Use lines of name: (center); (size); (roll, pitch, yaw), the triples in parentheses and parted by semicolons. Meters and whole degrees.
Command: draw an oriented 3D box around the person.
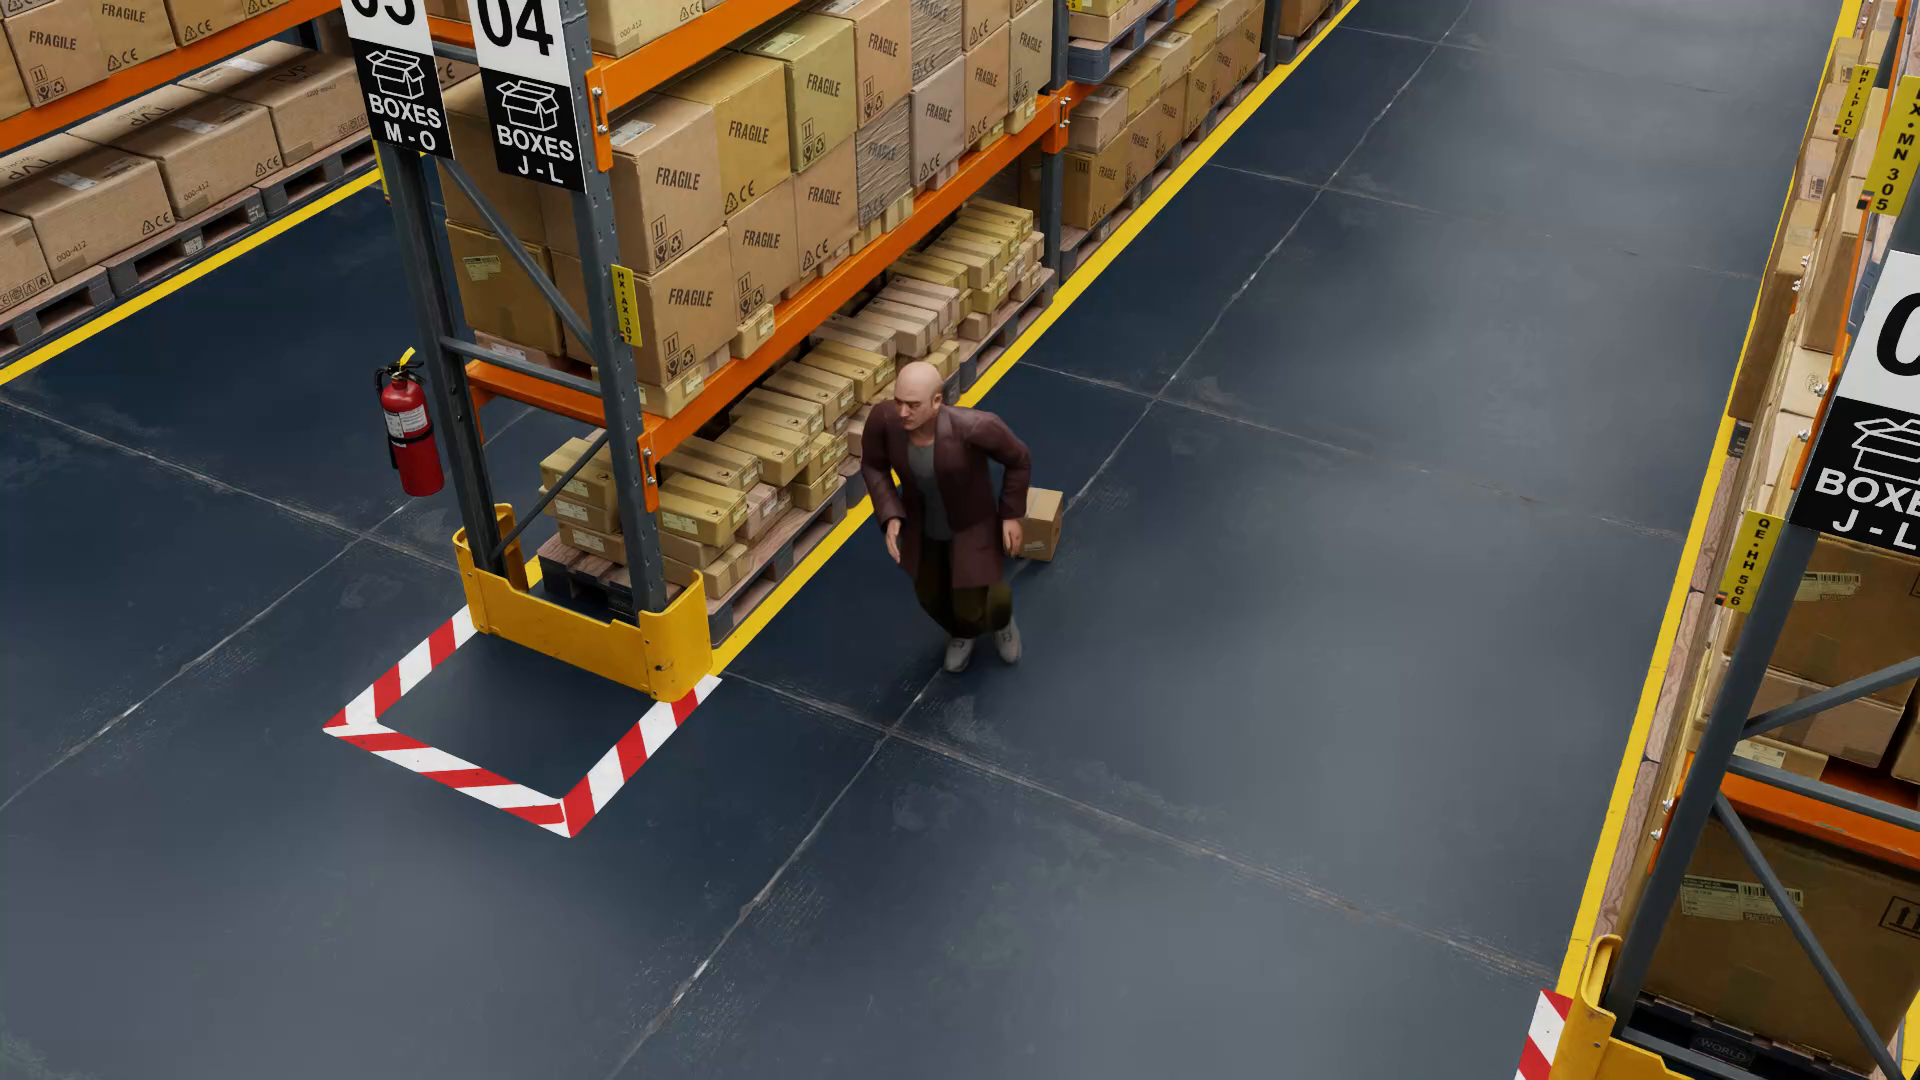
person: (-0.070, -0.058, 6.907); (0.678, 1.676, 0.792); (15, 40, 18)
